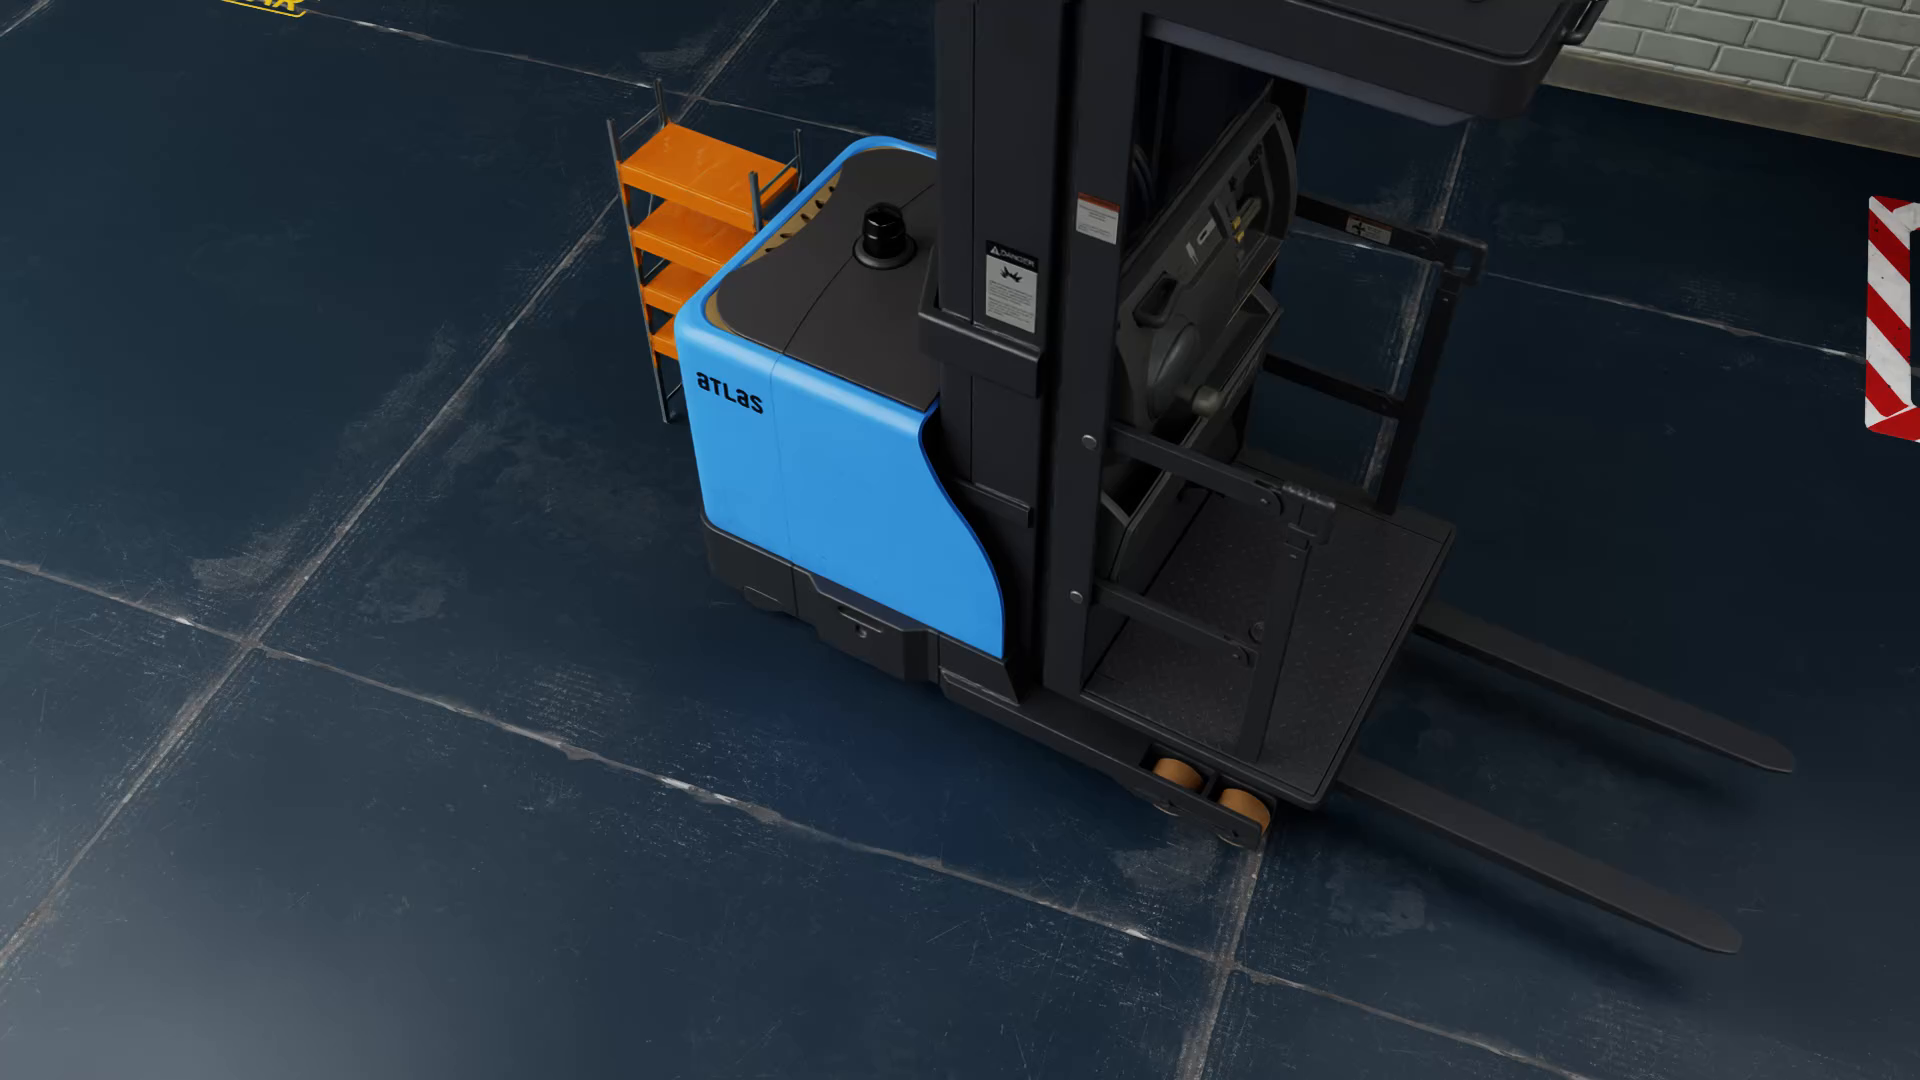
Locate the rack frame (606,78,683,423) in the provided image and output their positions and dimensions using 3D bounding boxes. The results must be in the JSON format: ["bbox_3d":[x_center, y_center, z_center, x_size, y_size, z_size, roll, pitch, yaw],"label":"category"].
[{"bbox_3d":[-0.931,-0.865,5.206,0.015,1.200,0.240,24,53,19],"label":"rack frame"}]

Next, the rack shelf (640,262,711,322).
[{"bbox_3d":[-0.720,-0.728,5.176,0.480,0.148,0.258,24,53,19],"label":"rack shelf"}]

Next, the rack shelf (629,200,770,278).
[{"bbox_3d":[-0.720,-0.875,5.007,0.480,0.148,0.258,24,53,19],"label":"rack shelf"}]

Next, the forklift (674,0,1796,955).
[{"bbox_3d":[0.763,-0.591,3.822,3.031,2.935,1.130,24,53,19],"label":"forklift"}]

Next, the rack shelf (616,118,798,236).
[{"bbox_3d":[-0.720,-1.030,4.829,0.480,0.148,0.258,24,53,19],"label":"rack shelf"}]

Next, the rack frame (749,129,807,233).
[{"bbox_3d":[-0.509,-0.680,5.045,0.015,1.200,0.240,24,53,19],"label":"rack frame"}]

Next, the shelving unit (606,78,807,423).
[{"bbox_3d":[-0.720,-0.772,5.126,0.503,1.200,0.258,24,53,19],"label":"shelving unit"}]

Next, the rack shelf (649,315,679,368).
[{"bbox_3d":[-0.720,-0.598,5.326,0.480,0.148,0.258,24,53,19],"label":"rack shelf"}]
